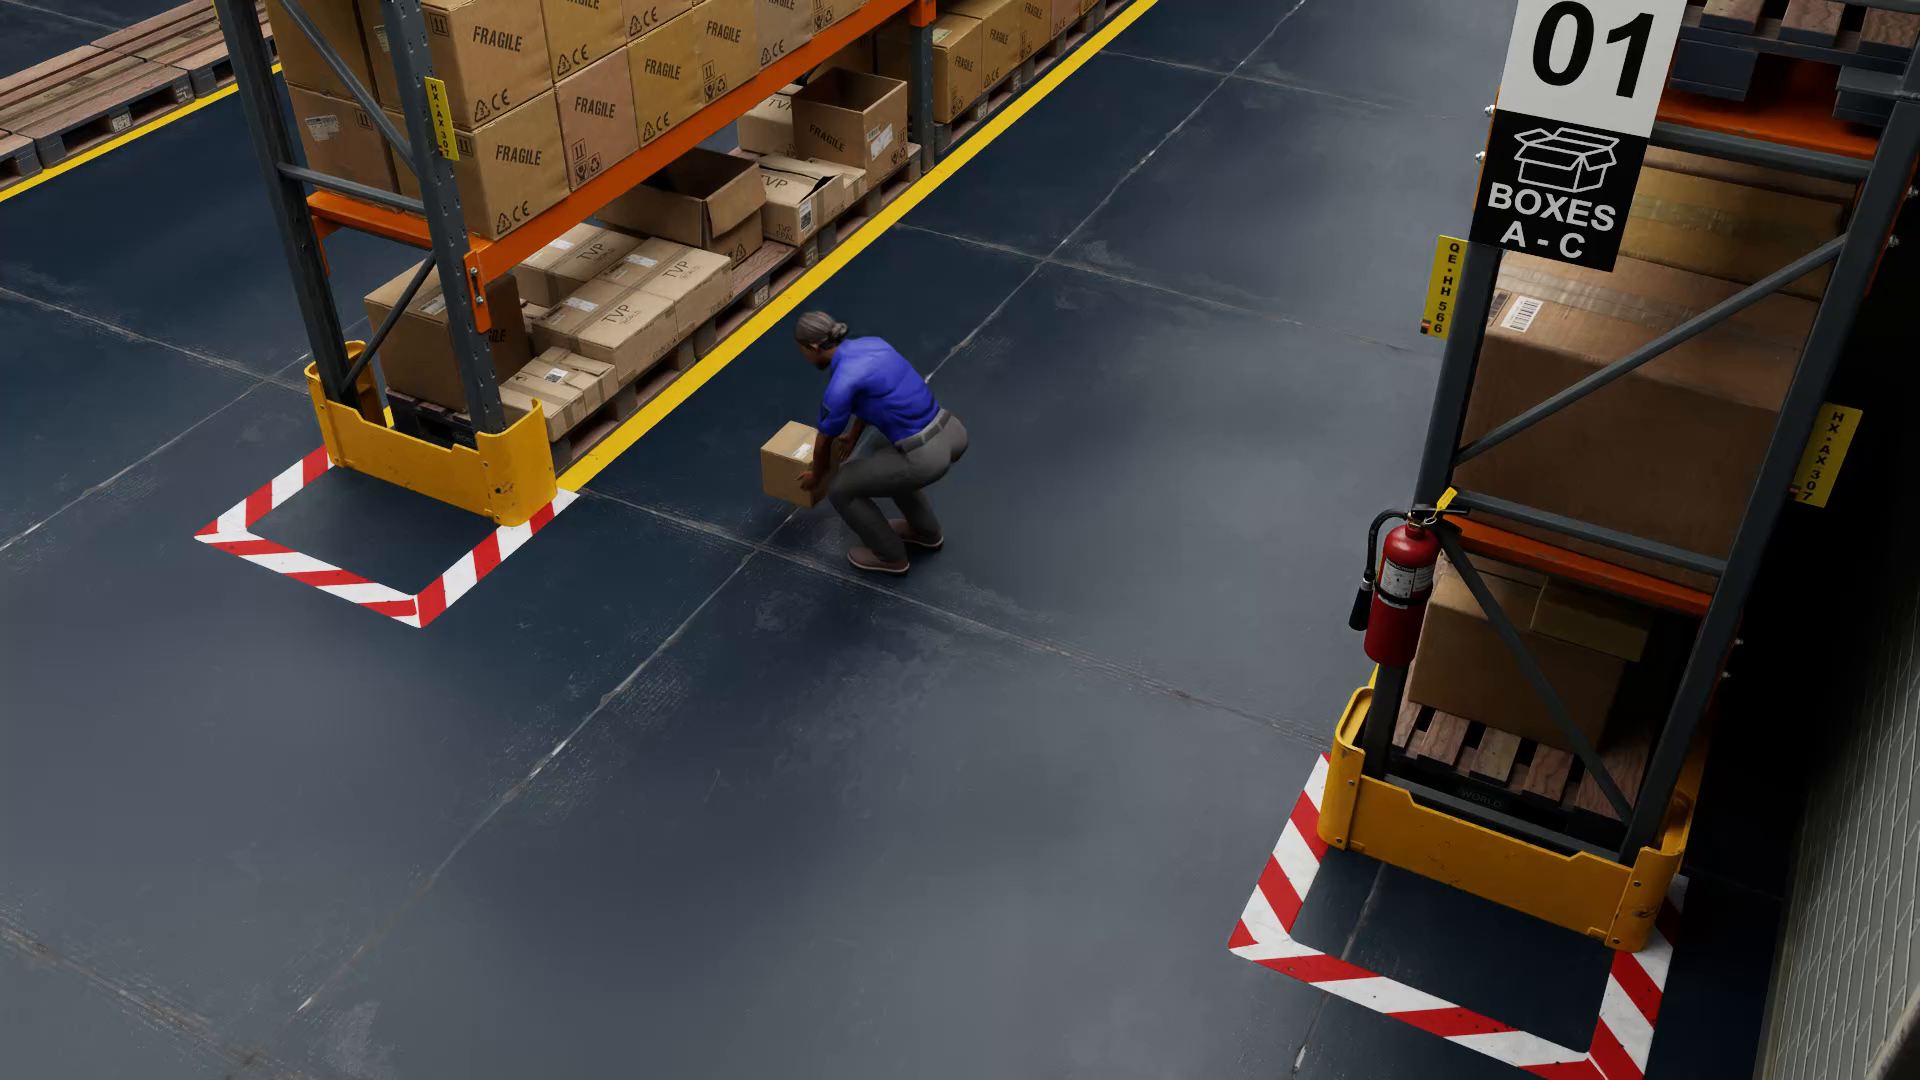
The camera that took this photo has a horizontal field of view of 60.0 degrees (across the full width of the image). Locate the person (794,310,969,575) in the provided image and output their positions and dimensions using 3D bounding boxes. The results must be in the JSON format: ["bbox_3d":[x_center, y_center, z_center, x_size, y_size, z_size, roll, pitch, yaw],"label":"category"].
[{"bbox_3d":[-0.346,-0.398,7.064,0.726,1.168,0.500,18,42,21],"label":"person"}]
